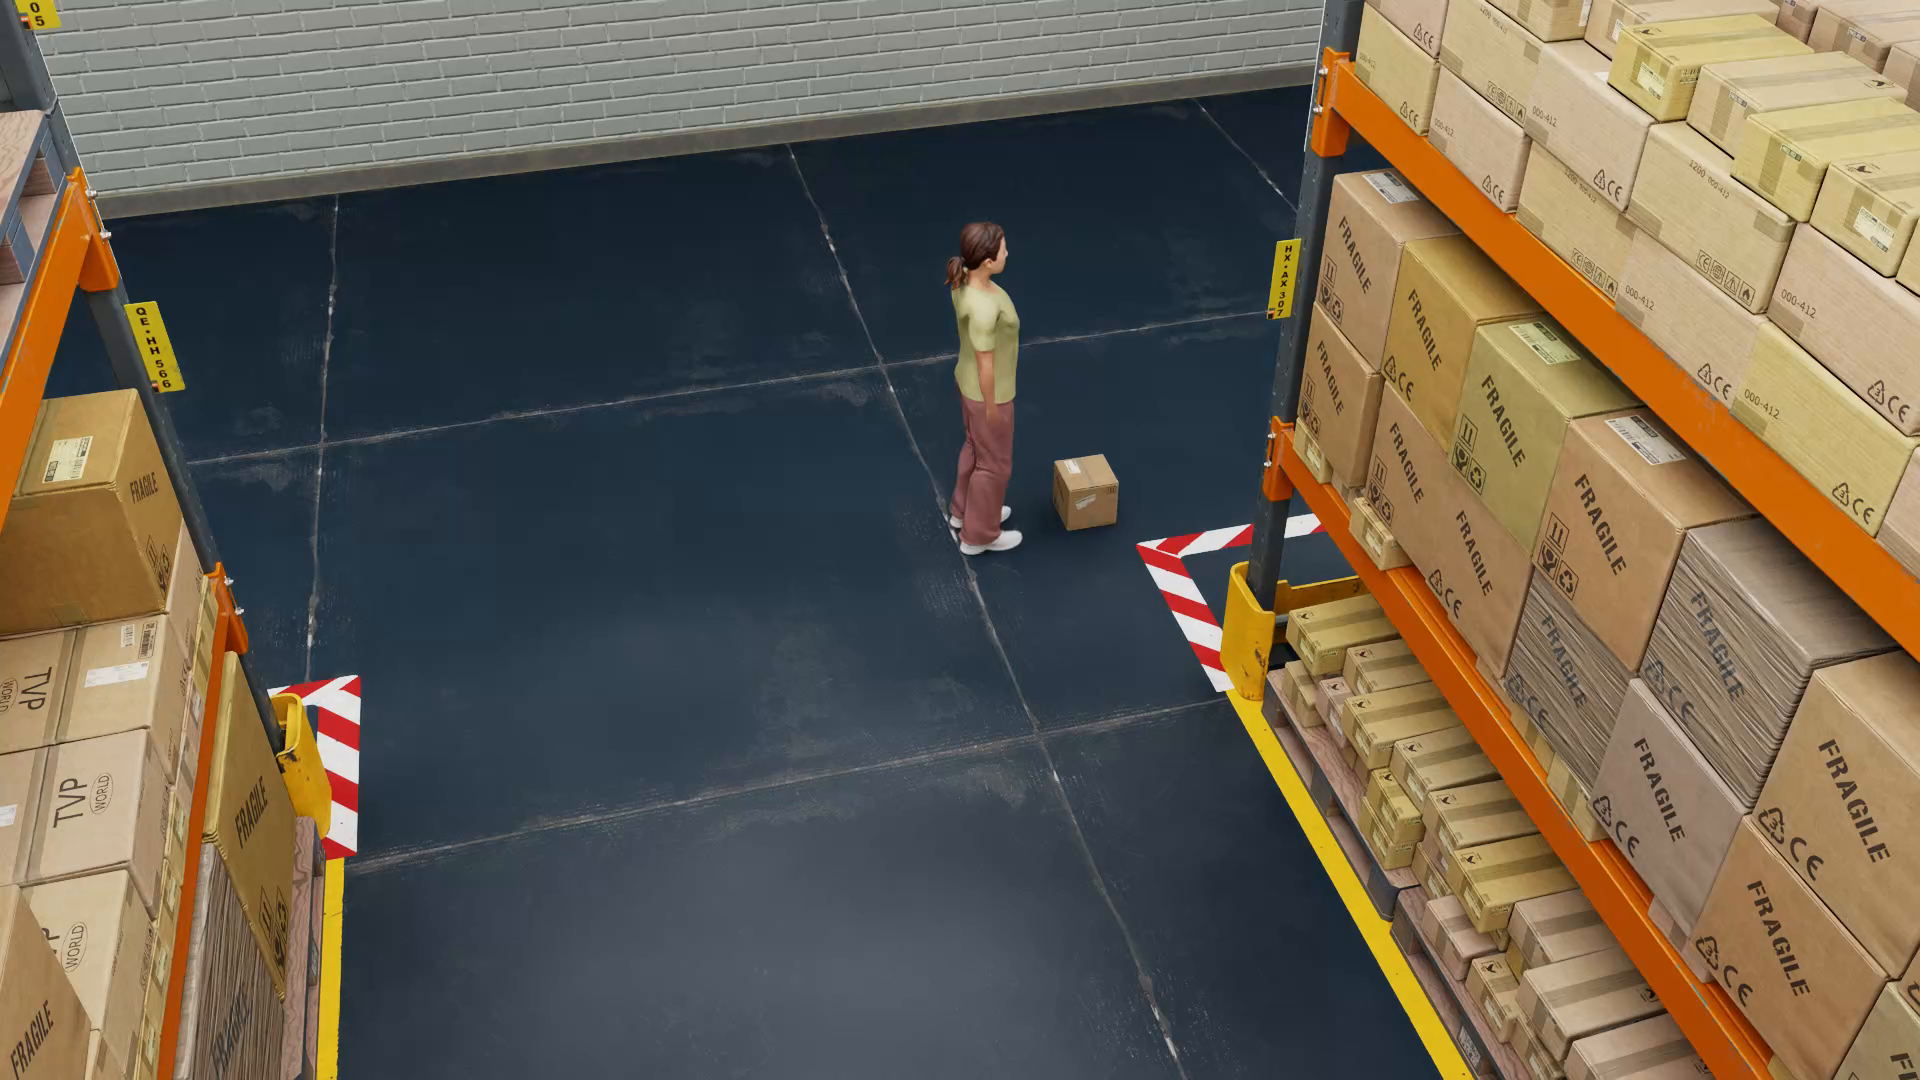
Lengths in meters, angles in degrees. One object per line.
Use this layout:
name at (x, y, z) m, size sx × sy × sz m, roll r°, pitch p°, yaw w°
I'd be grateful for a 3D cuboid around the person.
person at (0.099, -0.693, 7.597) m, size 0.360 × 1.669 × 0.441 m, roll -8°, pitch 39°, yaw -10°
